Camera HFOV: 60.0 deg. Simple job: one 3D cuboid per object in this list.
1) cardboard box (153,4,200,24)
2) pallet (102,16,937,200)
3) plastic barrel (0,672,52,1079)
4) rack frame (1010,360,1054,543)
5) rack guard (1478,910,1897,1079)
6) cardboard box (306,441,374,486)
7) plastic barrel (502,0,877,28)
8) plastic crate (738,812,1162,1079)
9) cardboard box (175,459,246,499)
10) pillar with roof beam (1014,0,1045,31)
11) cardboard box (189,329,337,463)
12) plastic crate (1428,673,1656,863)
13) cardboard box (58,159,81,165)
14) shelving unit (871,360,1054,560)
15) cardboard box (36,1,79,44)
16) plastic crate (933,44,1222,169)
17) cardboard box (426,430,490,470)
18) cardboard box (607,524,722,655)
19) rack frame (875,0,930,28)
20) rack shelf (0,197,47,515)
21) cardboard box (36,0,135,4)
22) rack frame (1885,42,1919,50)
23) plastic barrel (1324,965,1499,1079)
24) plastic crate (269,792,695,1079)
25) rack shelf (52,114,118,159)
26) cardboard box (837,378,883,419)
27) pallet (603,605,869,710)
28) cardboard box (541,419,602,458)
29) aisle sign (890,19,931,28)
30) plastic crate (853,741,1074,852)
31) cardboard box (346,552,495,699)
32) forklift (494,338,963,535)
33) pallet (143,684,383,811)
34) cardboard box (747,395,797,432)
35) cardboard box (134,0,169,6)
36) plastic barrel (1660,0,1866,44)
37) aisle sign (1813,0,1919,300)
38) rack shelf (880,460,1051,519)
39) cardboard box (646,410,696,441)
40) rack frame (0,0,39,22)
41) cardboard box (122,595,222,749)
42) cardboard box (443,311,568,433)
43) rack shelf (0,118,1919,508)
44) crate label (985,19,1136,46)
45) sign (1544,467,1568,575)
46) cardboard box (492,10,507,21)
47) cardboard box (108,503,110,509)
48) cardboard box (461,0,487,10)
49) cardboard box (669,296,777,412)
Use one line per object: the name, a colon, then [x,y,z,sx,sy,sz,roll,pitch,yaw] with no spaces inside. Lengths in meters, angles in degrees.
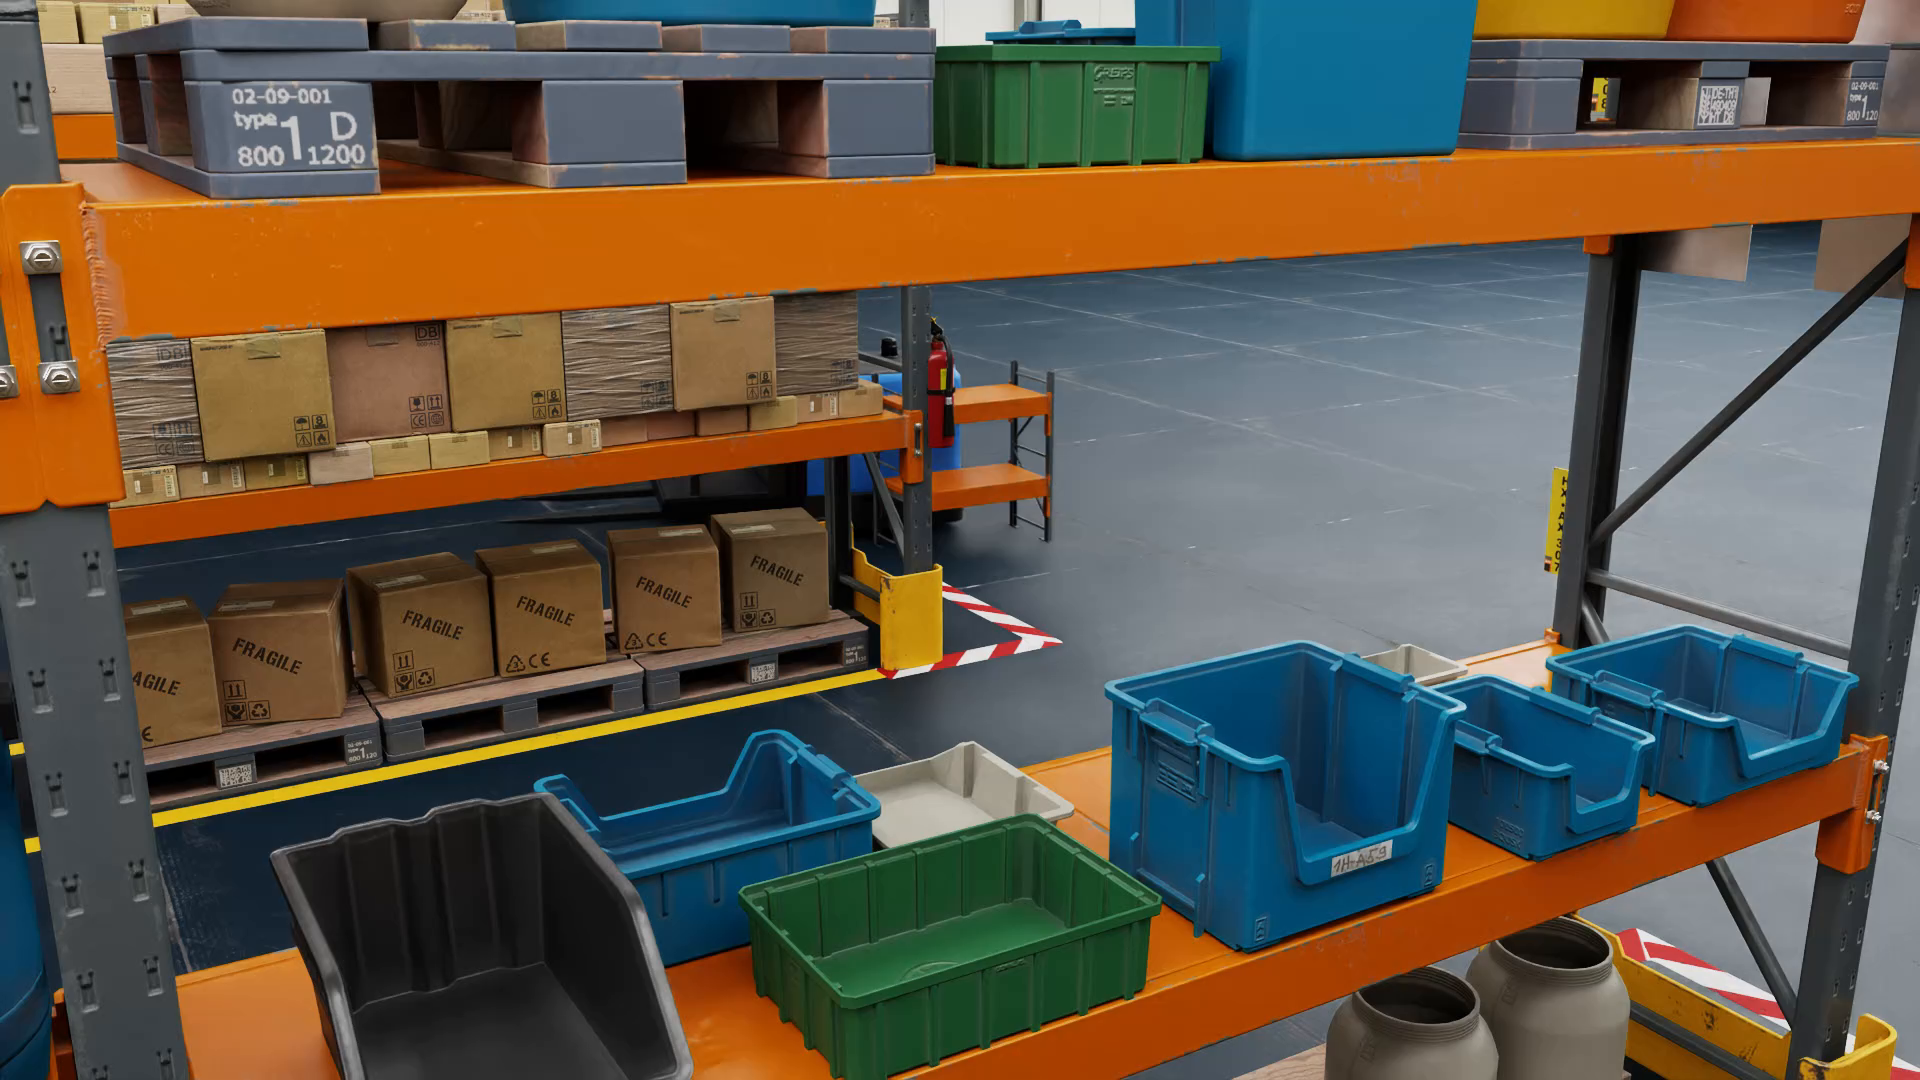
cardboard box: [-3.004,-2.004,6.484,0.250,0.149,0.380,-9,18,-29]
pallet: [-0.760,-0.711,2.681,1.003,0.211,1.213,-9,18,-30]
plastic barrel: [-1.815,0.508,2.613,0.708,0.901,0.600,-9,18,-30]
rack frame: [0.468,-0.582,10.901,0.032,1.125,0.500,-8,18,-27]
rack guard: [2.060,1.434,4.866,0.348,0.500,1.175,-9,18,-30]
cardboard box: [-2.674,-0.355,7.084,0.250,0.149,0.380,-9,18,-30]
plastic barrel: [-0.420,-1.236,2.498,0.708,0.901,0.600,-9,18,-30]
plastic crate: [-0.019,0.744,3.091,0.662,0.188,0.450,-9,18,-30]
cardboard box: [-3.119,-0.293,6.862,0.250,0.149,0.380,-9,18,-30]
pillar with roof beam: [3.329,-8.050,22.954,0.400,9.000,9.100,-9,18,-30]
cardboard box: [-3.015,-0.681,7.047,0.500,0.500,0.875,-9,18,-30]
plastic crate: [1.266,0.509,3.813,0.408,0.251,0.499,-9,18,-30]
cardboard box: [-6.013,-2.178,10.842,0.550,0.550,0.875,-9,18,-30]
shelving unit: [0.020,-0.517,10.670,1.048,1.125,0.538,-8,18,-27]
cardboard box: [-3.442,-1.918,6.178,0.250,0.149,0.380,-10,18,-31]
plastic crate: [0.165,-0.733,2.803,0.450,0.188,0.336,-9,18,-30]
cardboard box: [-2.261,-0.431,7.357,0.250,0.149,0.380,-9,18,-30]
cardboard box: [-1.489,0.239,8.354,0.500,0.500,0.500,-4,16,-15]
rack frame: [-0.450,-3.825,7.884,0.127,3.000,1.000,-9,18,-30]
rack shelf: [-3.042,-0.054,1.322,4.000,0.370,1.077,-9,18,-30]
cardboard box: [-3.624,-2.378,6.617,0.500,0.500,0.500,-10,18,-31]
rack frame: [2.101,-2.679,3.796,0.127,3.000,1.000,-9,18,-30]
plastic barrel: [1.146,1.384,4.246,0.421,0.512,0.421,0,16,0]
plastic crate: [-0.814,0.752,2.785,0.504,0.338,0.767,-9,18,-30]
rack shelf: [-2.164,-1.756,7.394,4.000,0.370,1.077,-9,18,-30]
cardboard box: [-0.588,-0.728,8.416,0.250,0.149,0.380,-9,18,-30]
pallet: [-1.230,0.521,8.658,1.213,0.211,1.003,-9,18,-30]
cardboard box: [-1.820,-0.495,7.585,0.250,0.149,0.380,-9,18,-30]
aisle sign: [-0.242,-2.127,8.126,0.004,0.787,0.394,-9,18,-30]
plastic crate: [-0.067,0.608,3.672,0.437,0.136,0.530,-9,18,-30]
cardboard box: [-2.537,0.389,7.819,0.500,0.500,0.500,-11,19,-35]
forklift: [-1.555,-1.501,10.836,3.031,2.935,1.130,-4,16,-14]
pallet: [-3.321,0.861,7.448,1.213,0.211,1.003,-9,18,-30]
cardboard box: [-0.990,-0.647,8.126,0.250,0.149,0.380,-9,18,-30]
cardboard box: [-5.352,-3.381,10.622,0.500,0.250,0.500,-9,18,-30]
plastic barrel: [1.750,-1.547,3.740,0.708,0.830,0.600,-9,18,-30]
aisle sign: [2.315,-0.984,4.045,0.004,0.787,0.394,-9,18,-30]
rack shelf: [0.020,-0.281,10.736,1.000,0.278,0.538,-8,18,-27]
cardboard box: [-1.448,-0.591,7.925,0.250,0.149,0.380,-9,18,-30]
rack frame: [-1.328,-2.123,1.812,0.127,3.000,1.000,-9,18,-30]
cardboard box: [-3.515,0.575,7.156,0.500,0.500,0.500,-10,18,-31]
cardboard box: [-2.188,-0.834,7.592,0.500,0.500,0.875,-9,18,-30]
rack shelf: [0.386,-0.610,3.306,4.000,0.370,1.077,-9,18,-30]
crate label: [0.326,-0.980,3.565,0.408,0.251,0.502,-9,18,-30]
sign: [1.821,-0.052,5.024,0.005,0.325,0.100,-9,18,-30]
cardboard box: [-1.905,-2.183,7.123,0.250,0.149,0.380,-10,19,-33]
cardboard box: [-3.540,-0.220,6.602,0.250,0.149,0.380,-9,18,-30]
cardboard box: [-3.623,-3.662,11.622,0.500,0.250,0.500,-9,18,-30]
cardboard box: [-1.303,-0.961,8.043,0.500,0.500,0.875,-9,18,-30]
